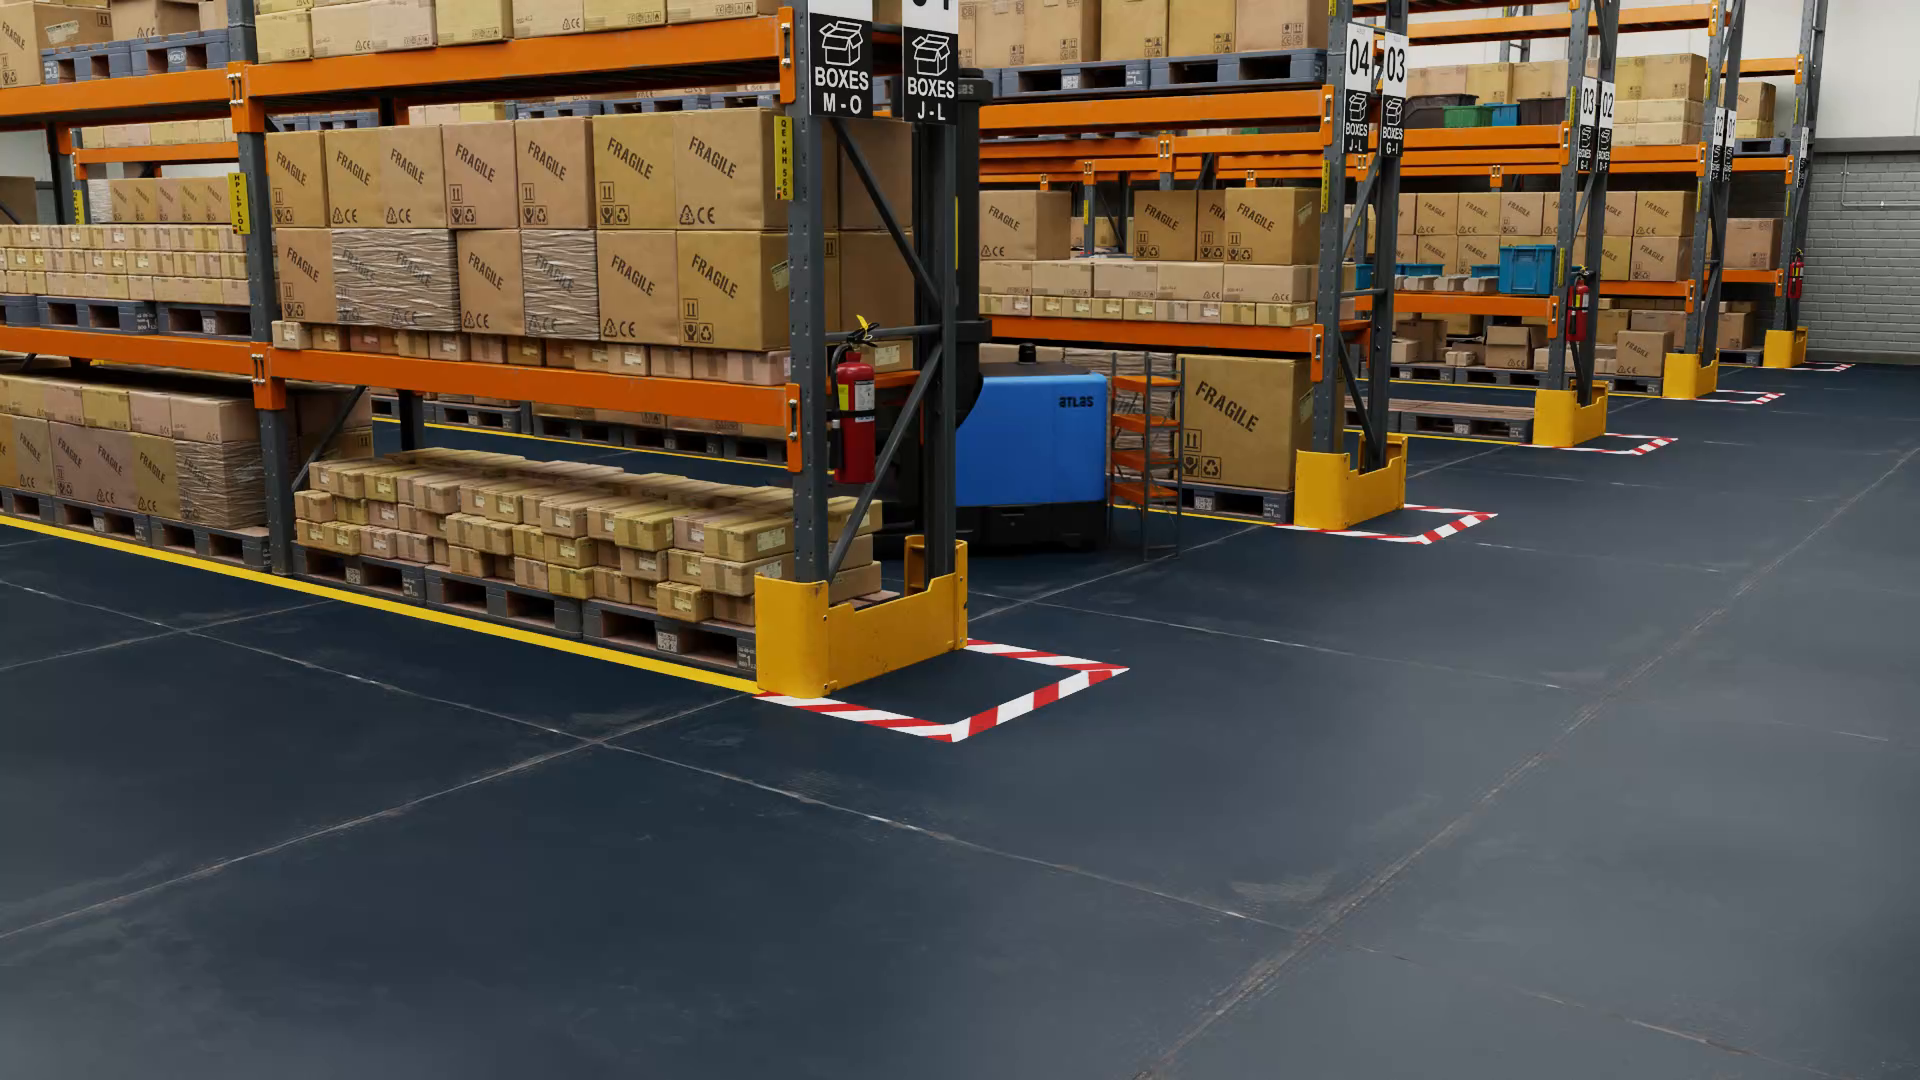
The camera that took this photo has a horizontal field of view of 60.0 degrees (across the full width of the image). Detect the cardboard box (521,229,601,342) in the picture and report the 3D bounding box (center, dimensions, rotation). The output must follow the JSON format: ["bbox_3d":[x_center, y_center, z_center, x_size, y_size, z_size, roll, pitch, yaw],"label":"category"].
[{"bbox_3d":[-1.703,-1.214,7.861,0.500,0.500,0.500,8,14,36],"label":"cardboard box"}]

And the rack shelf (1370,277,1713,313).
[{"bbox_3d":[6.910,-3.029,20.184,4.000,0.370,1.077,8,13,36],"label":"rack shelf"}]

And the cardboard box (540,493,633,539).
[{"bbox_3d":[-1.812,-0.120,8.086,0.250,0.149,0.380,9,14,38],"label":"cardboard box"}]

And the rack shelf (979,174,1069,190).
[{"bbox_3d":[0.167,-6.610,30.795,4.000,0.370,1.077,8,13,36],"label":"rack shelf"}]

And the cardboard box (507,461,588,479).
[{"bbox_3d":[-2.275,-0.335,9.196,0.250,0.149,0.380,7,13,33],"label":"cardboard box"}]

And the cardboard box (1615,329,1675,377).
[{"bbox_3d":[7.938,-2.170,19.271,0.500,0.500,0.500,8,13,36],"label":"cardboard box"}]

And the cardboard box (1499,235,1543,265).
[{"bbox_3d":[6.774,-3.387,19.875,0.500,0.500,0.500,8,13,35],"label":"cardboard box"}]

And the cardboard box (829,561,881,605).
[{"bbox_3d":[-0.595,0.192,8.039,0.250,0.149,0.380,8,14,37],"label":"cardboard box"}]

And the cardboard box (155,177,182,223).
[{"bbox_3d":[-8.750,-3.854,18.876,0.500,0.500,0.500,8,13,36],"label":"cardboard box"}]

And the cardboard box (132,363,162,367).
[{"bbox_3d":[-9.748,-2.346,20.236,0.500,0.500,0.500,-10,15,-42],"label":"cardboard box"}]

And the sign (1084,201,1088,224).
[{"bbox_3d":[1.748,-4.540,23.052,0.005,0.325,0.100,8,13,36],"label":"sign"}]

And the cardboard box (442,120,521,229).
[{"bbox_3d":[-2.139,-1.766,8.081,0.500,0.500,0.500,7,13,34],"label":"cardboard box"}]

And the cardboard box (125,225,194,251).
[{"bbox_3d":[-4.857,-1.850,10.187,0.250,0.149,0.380,7,13,34],"label":"cardboard box"}]

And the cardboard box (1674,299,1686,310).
[{"bbox_3d":[10.436,-3.379,23.865,0.250,0.149,0.380,8,14,36],"label":"cardboard box"}]

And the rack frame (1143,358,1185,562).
[{"bbox_3d":[1.202,-0.470,9.799,0.240,1.200,0.015,-4,12,-19],"label":"rack frame"}]

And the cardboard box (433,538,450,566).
[{"bbox_3d":[-2.566,0.036,8.846,0.250,0.149,0.380,7,13,33],"label":"cardboard box"}]

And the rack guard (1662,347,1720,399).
[{"bbox_3d":[8.460,-1.939,19.235,0.348,0.500,1.175,8,13,36],"label":"rack guard"}]

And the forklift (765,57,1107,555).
[{"bbox_3d":[-0.667,-1.407,10.085,3.031,2.935,1.130,-3,11,-13],"label":"forklift"}]

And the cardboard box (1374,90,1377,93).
[{"bbox_3d":[4.935,-5.452,21.286,0.600,0.600,0.600,6,13,30],"label":"cardboard box"}]

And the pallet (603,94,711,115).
[{"bbox_3d":[-2.340,-3.731,14.519,1.213,0.211,1.003,9,14,38],"label":"pallet"}]

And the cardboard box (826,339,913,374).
[{"bbox_3d":[-0.429,-0.857,7.722,0.250,0.149,0.380,8,13,35],"label":"cardboard box"}]

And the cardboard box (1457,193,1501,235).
[{"bbox_3d":[6.341,-3.935,20.079,0.500,0.500,0.500,7,13,34],"label":"cardboard box"}]

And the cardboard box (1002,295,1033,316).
[{"bbox_3d":[0.517,-1.738,12.277,0.250,0.149,0.380,8,14,36],"label":"cardboard box"}]

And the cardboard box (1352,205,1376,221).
[{"bbox_3d":[6.470,-5.126,26.055,0.500,0.250,0.500,8,13,34],"label":"cardboard box"}]

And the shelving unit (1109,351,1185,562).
[{"bbox_3d":[1.121,-0.513,10.025,0.258,1.200,0.503,-4,12,-19],"label":"shelving unit"}]

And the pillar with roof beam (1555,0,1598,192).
[{"bbox_3d":[6.755,-6.706,21.502,0.400,9.000,9.100,8,13,36],"label":"pillar with roof beam"}]

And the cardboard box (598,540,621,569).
[{"bbox_3d":[-1.532,0.034,8.072,0.250,0.149,0.380,8,13,35],"label":"cardboard box"}]

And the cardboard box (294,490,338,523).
[{"bbox_3d":[-3.484,-0.206,9.314,0.250,0.149,0.380,9,14,38],"label":"cardboard box"}]

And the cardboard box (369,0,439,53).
[{"bbox_3d":[-2.552,-2.533,8.225,0.500,0.250,0.500,9,14,38],"label":"cardboard box"}]

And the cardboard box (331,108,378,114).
[{"bbox_3d":[-5.937,-4.546,16.858,0.637,0.503,0.797,9,14,38],"label":"cardboard box"}]

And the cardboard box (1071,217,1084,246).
[{"bbox_3d":[2.169,-5.468,29.476,0.500,0.500,0.700,8,14,36],"label":"cardboard box"}]

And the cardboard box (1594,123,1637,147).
[{"bbox_3d":[7.555,-4.632,19.072,0.500,0.250,0.500,8,13,36],"label":"cardboard box"}]

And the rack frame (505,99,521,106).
[{"bbox_3d":[-3.793,-5.486,15.196,0.127,3.000,1.000,8,13,36],"label":"rack frame"}]

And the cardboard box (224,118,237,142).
[{"bbox_3d":[-7.539,-4.401,17.878,0.500,0.250,0.500,9,14,38],"label":"cardboard box"}]

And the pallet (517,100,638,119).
[{"bbox_3d":[-3.243,-3.857,15.167,1.003,0.211,1.213,9,14,38],"label":"pallet"}]

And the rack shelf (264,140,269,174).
[{"bbox_3d":[-5.405,-3.885,16.712,4.000,0.370,1.077,8,13,36],"label":"rack shelf"}]

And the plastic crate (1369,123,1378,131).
[{"bbox_3d":[3.774,-3.937,15.781,0.530,0.136,0.437,8,13,36],"label":"plastic crate"}]

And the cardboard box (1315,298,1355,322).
[{"bbox_3d":[2.564,-1.608,11.608,0.250,0.149,0.380,8,14,36],"label":"cardboard box"}]

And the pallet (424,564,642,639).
[{"bbox_3d":[-2.037,0.233,8.769,1.213,0.211,1.003,8,13,36],"label":"pallet"}]

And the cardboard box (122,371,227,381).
[{"bbox_3d":[-5.290,-0.989,11.243,0.500,0.250,0.500,8,14,37],"label":"cardboard box"}]

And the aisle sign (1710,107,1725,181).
[{"bbox_3d":[8.395,-4.379,18.425,0.004,0.787,0.394,8,13,36],"label":"aisle sign"}]

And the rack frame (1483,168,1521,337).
[{"bbox_3d":[8.227,-4.366,25.201,0.127,3.000,1.000,8,13,36],"label":"rack frame"}]

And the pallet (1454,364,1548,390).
[{"bbox_3d":[6.838,-2.024,20.435,1.213,0.211,1.003,8,13,36],"label":"pallet"}]

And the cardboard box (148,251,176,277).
[{"bbox_3d":[-4.658,-1.674,10.060,0.250,0.149,0.380,7,13,34],"label":"cardboard box"}]

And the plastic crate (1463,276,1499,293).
[{"bbox_3d":[4.822,-2.364,15.386,0.243,0.136,0.396,8,13,36],"label":"plastic crate"}]

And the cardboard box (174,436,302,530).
[{"bbox_3d":[-4.332,-0.367,10.003,0.500,0.500,0.500,8,13,34],"label":"cardboard box"}]

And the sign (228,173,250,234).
[{"bbox_3d":[-3.912,-1.826,9.024,0.005,0.325,0.100,8,13,36],"label":"sign"}]

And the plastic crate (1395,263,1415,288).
[{"bbox_3d":[4.279,-2.607,16.390,0.300,0.233,0.416,8,13,36],"label":"plastic crate"}]

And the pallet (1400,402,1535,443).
[{"bbox_3d":[4.945,-1.129,15.811,1.213,0.211,1.003,8,13,36],"label":"pallet"}]

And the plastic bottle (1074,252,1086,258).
[{"bbox_3d":[1.279,-2.899,17.748,0.185,0.351,0.144,8,13,36],"label":"plastic bottle"}]

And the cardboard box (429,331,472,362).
[{"bbox_3d":[-2.462,-0.997,8.449,0.250,0.149,0.380,9,14,38],"label":"cardboard box"}]

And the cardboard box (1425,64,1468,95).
[{"bbox_3d":[6.031,-5.493,20.234,0.500,0.500,0.700,8,13,36],"label":"cardboard box"}]

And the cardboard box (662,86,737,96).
[{"bbox_3d":[-2.134,-4.044,14.261,0.637,0.503,0.797,8,13,35],"label":"cardboard box"}]

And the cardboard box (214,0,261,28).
[{"bbox_3d":[-3.827,-3.131,9.548,0.500,0.500,0.700,8,14,36],"label":"cardboard box"}]

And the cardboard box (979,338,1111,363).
[{"bbox_3d":[0.641,-1.066,12.633,0.875,0.875,0.875,8,13,36],"label":"cardboard box"}]

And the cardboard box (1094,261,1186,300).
[{"bbox_3d":[1.288,-1.842,11.765,0.500,0.250,0.500,7,13,34],"label":"cardboard box"}]

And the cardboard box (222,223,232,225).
[{"bbox_3d":[-7.725,-3.307,18.682,0.500,0.500,0.875,8,13,36],"label":"cardboard box"}]

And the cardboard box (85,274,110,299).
[{"bbox_3d":[-5.290,-1.616,10.543,0.250,0.149,0.380,7,13,34],"label":"cardboard box"}]
